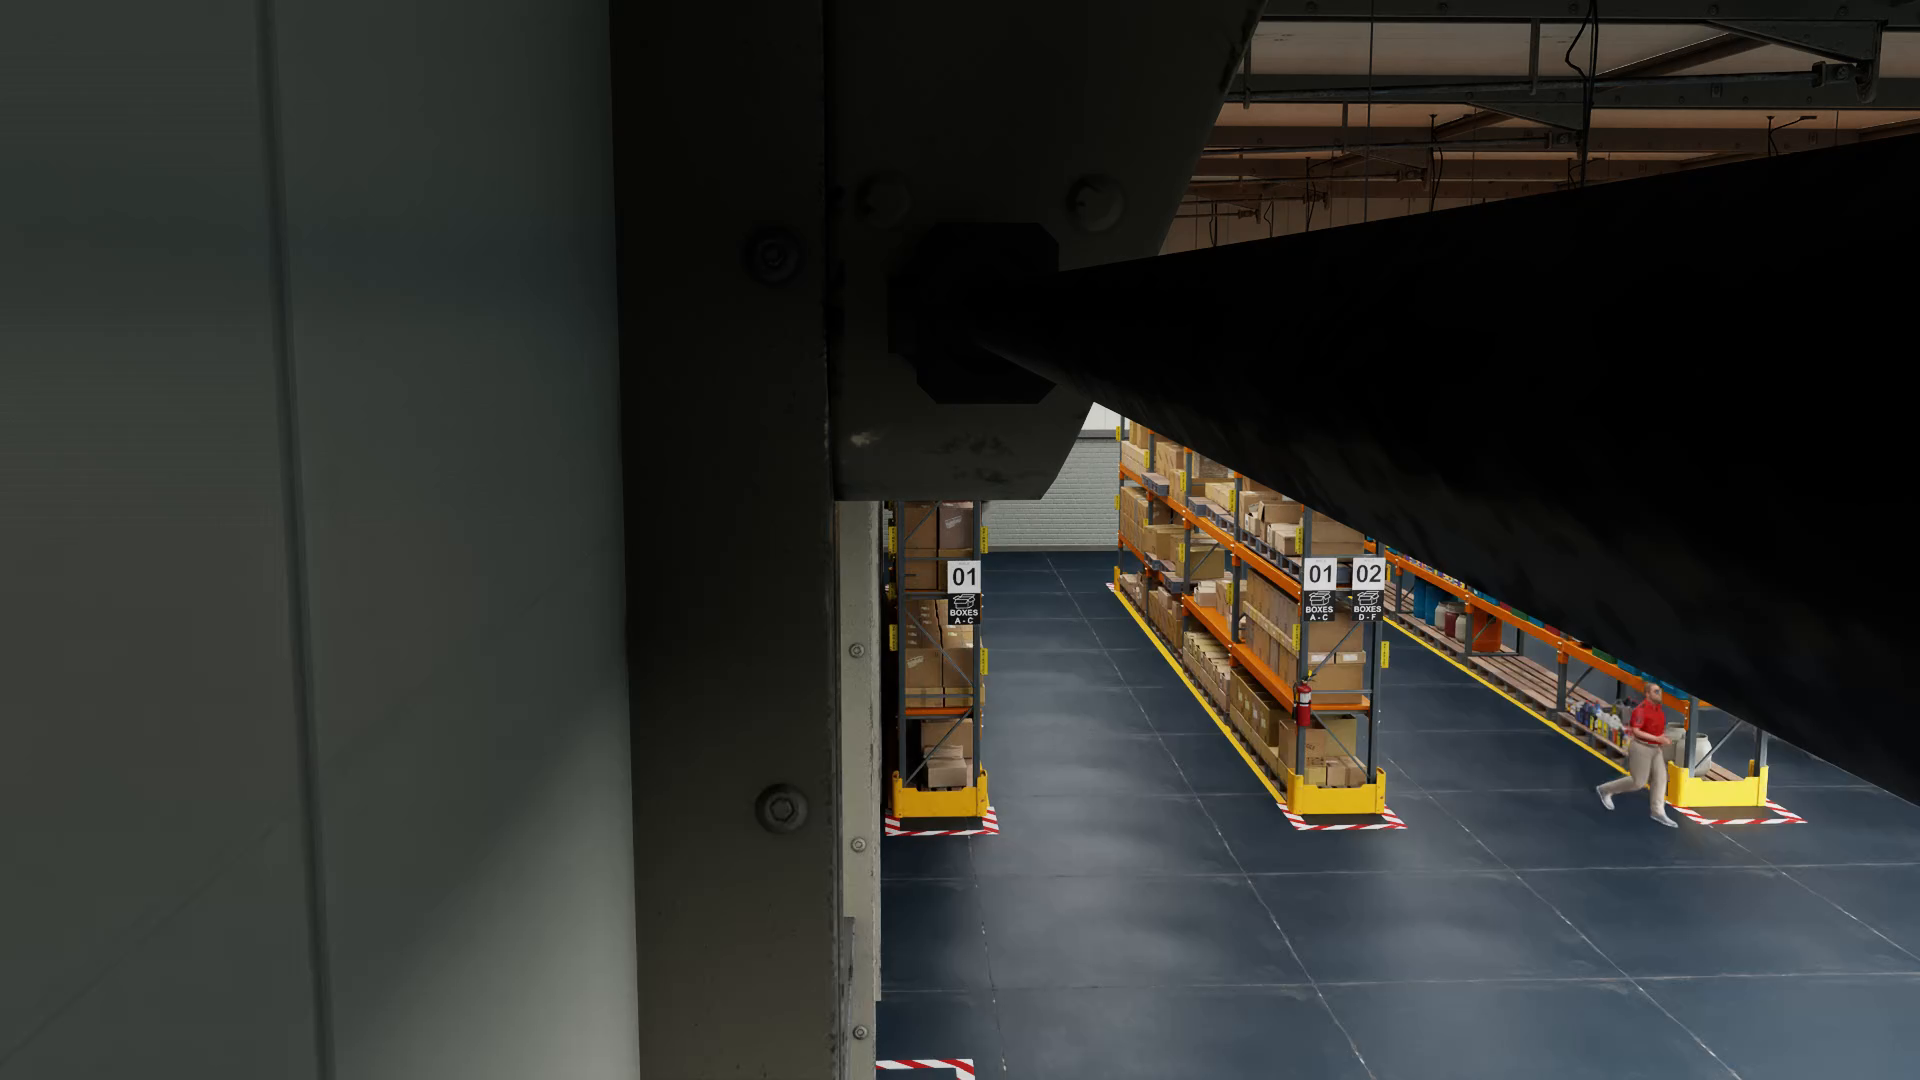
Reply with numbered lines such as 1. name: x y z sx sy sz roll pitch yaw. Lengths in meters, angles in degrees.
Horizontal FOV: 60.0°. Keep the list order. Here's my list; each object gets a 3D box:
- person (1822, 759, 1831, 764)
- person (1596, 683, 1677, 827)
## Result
1. person: 11.841 2.156 23.242 0.664 1.777 1.080 -3 9 -22
2. person: 8.340 2.582 20.326 0.673 1.738 0.932 -8 11 -43
